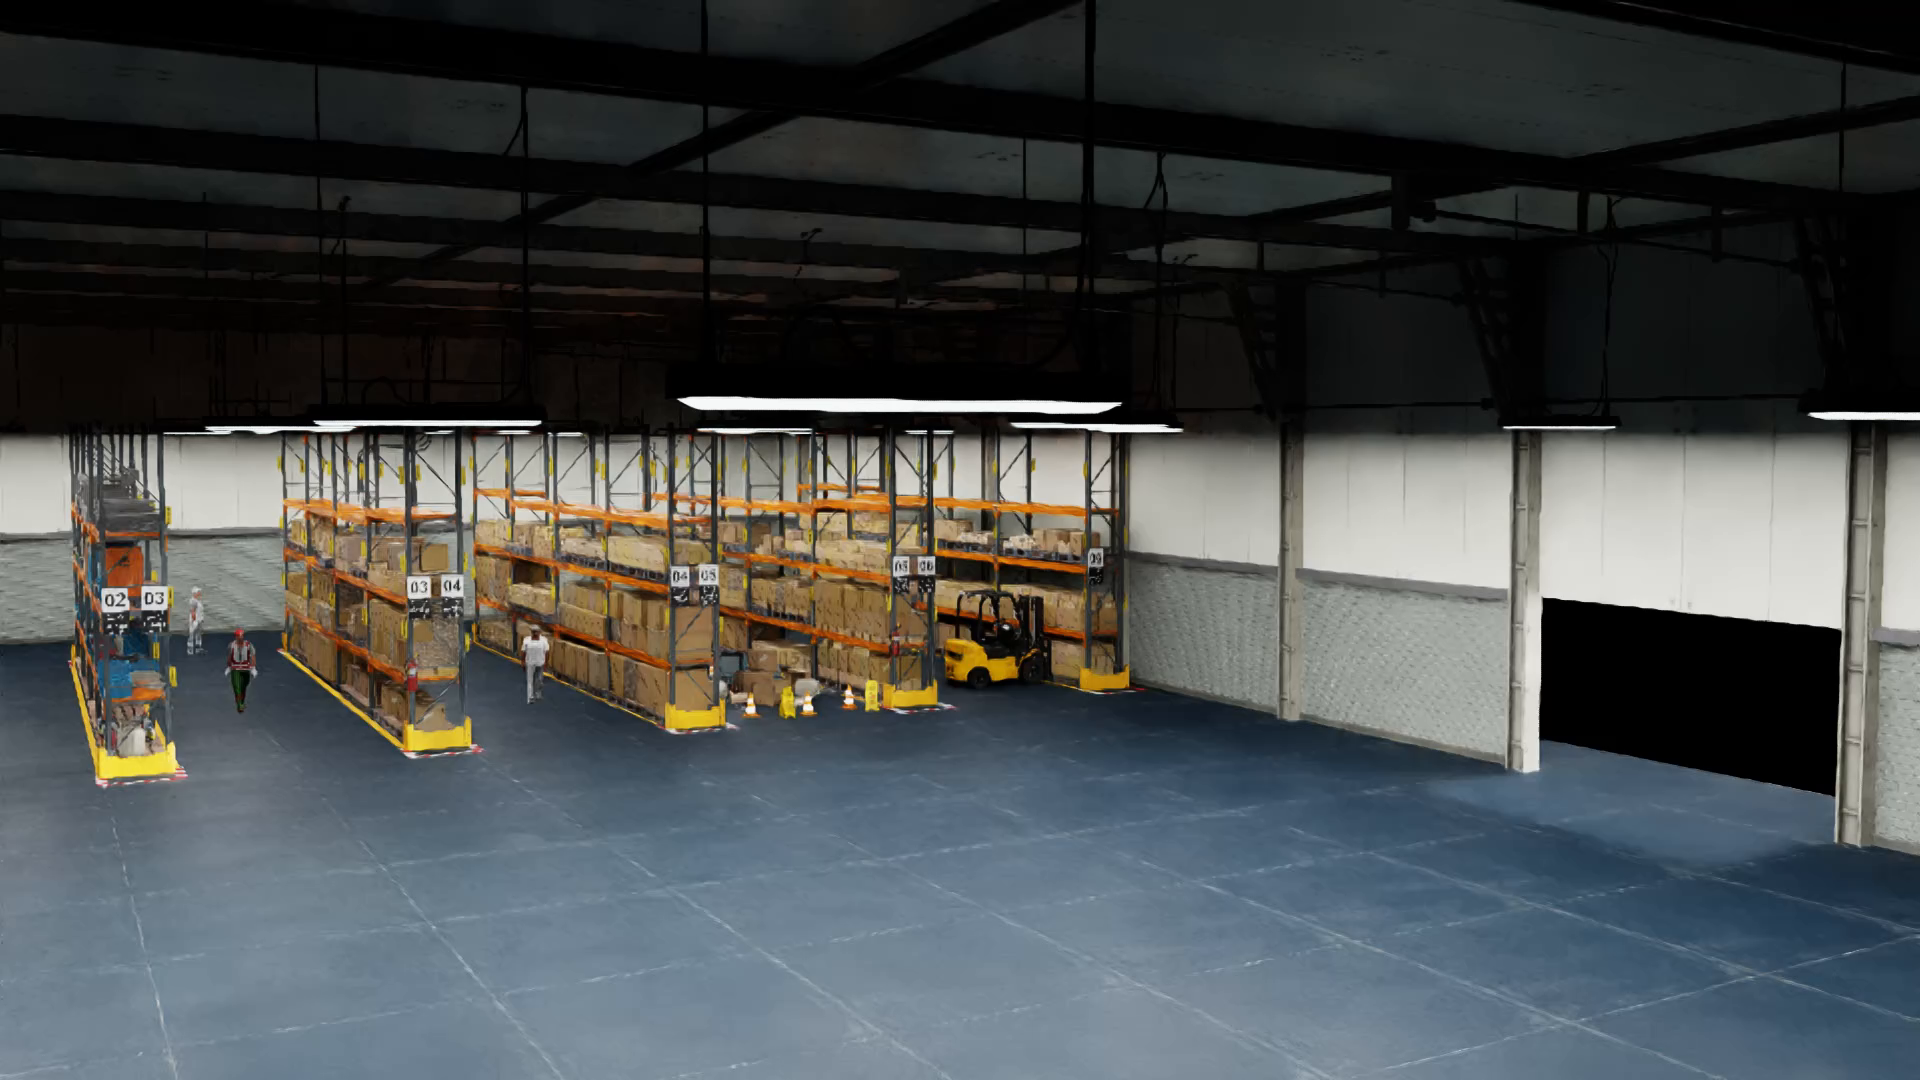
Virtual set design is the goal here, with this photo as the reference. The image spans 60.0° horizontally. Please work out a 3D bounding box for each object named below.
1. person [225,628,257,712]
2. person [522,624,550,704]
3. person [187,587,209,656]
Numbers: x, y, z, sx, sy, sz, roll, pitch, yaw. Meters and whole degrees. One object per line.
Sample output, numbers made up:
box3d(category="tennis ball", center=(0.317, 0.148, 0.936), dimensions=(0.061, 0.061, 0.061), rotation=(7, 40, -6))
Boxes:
box3d(category="person", center=(-15.029, 2.705, 34.785), dimensions=(0.565, 1.734, 1.044), rotation=(-2, 4, -31))
box3d(category="person", center=(-9.137, 2.645, 35.834), dimensions=(0.571, 1.706, 1.042), rotation=(-1, 4, -20))
box3d(category="person", center=(-20.033, 2.119, 43.632), dimensions=(0.433, 1.791, 0.630), rotation=(0, 4, -7))
